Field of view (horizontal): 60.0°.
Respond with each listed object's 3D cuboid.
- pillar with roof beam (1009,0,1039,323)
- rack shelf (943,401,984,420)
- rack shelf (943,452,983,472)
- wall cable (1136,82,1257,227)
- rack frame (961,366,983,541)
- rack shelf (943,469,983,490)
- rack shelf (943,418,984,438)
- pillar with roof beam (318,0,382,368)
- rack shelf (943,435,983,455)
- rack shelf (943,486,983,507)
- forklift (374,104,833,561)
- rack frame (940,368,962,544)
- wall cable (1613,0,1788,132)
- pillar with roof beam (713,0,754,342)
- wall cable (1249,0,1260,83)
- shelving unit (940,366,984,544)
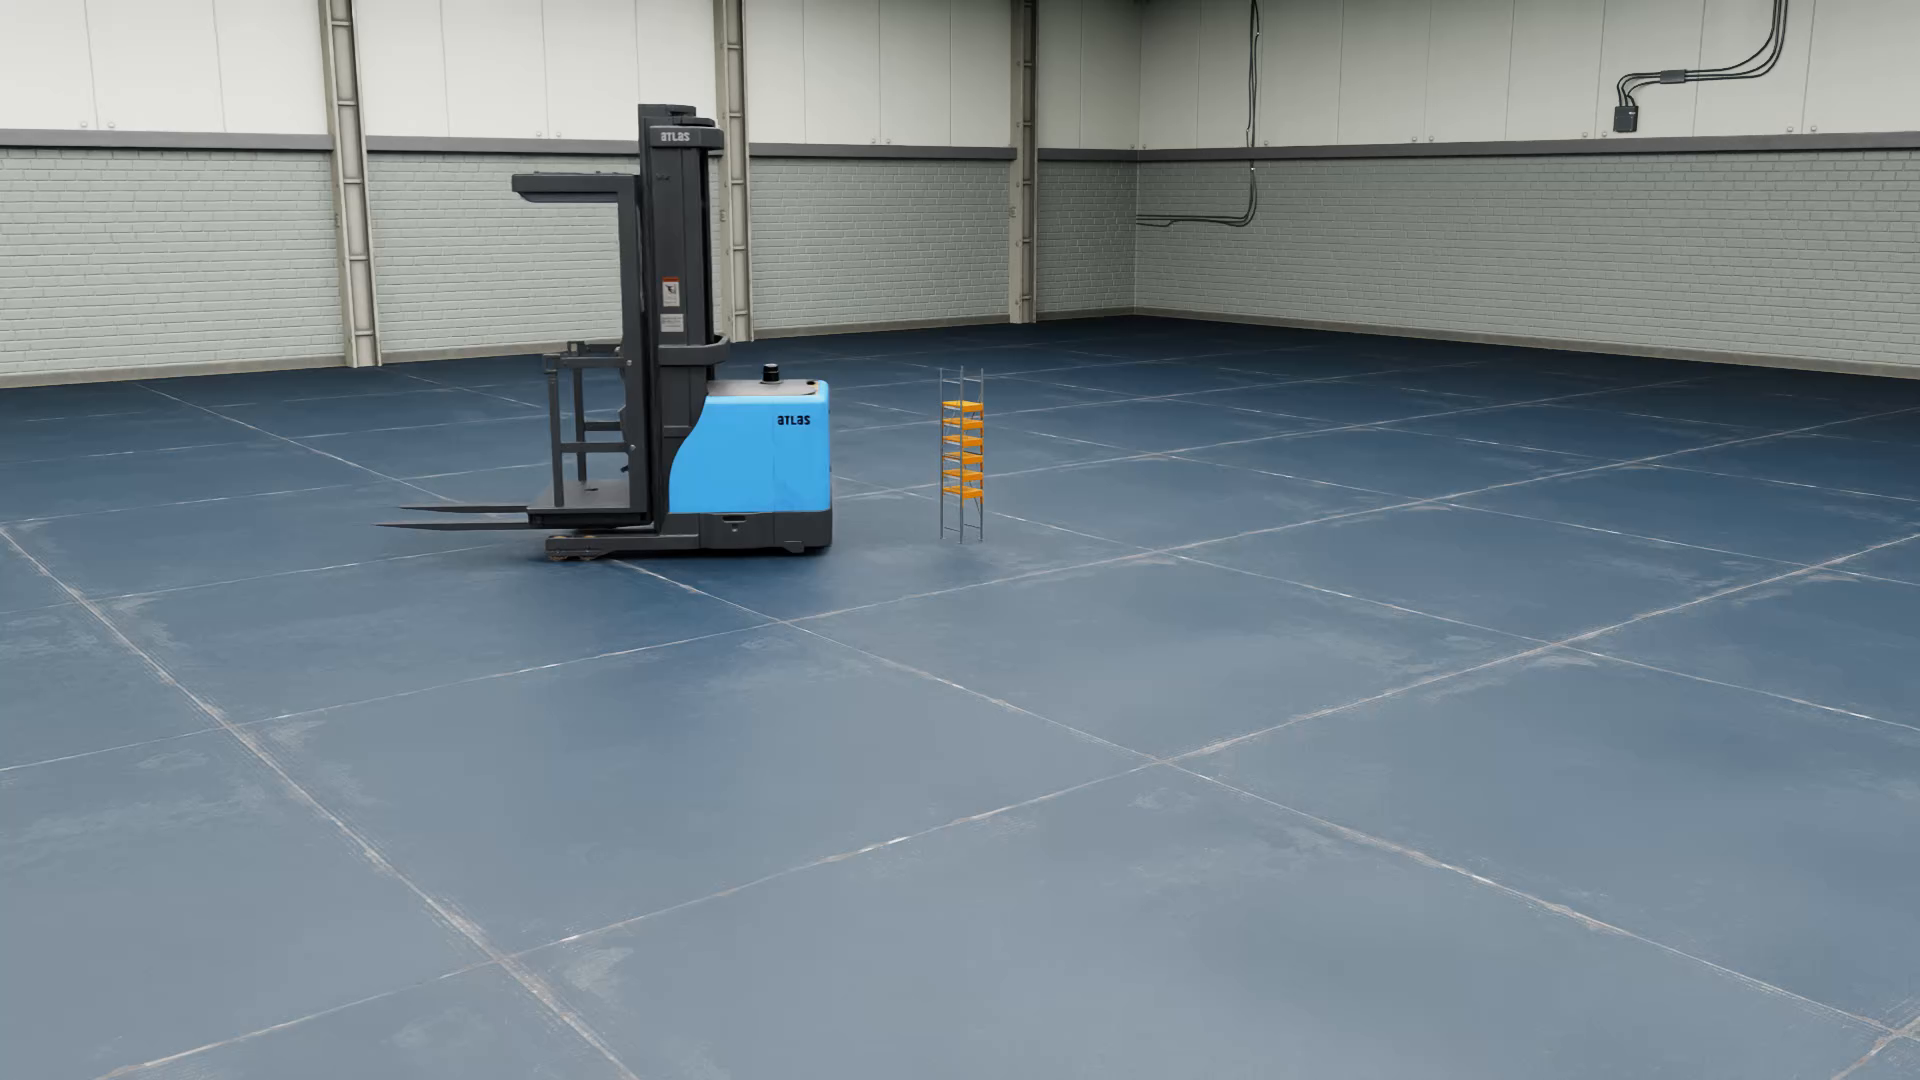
[{"bbox_3d":[3.827,-7.668,26.077,0.400,9.000,9.100,-9,15,-38],"label":"pillar with roof beam"},{"bbox_3d":[0.011,-0.897,11.447,0.180,0.103,0.258,-9,15,-38],"label":"rack shelf"},{"bbox_3d":[0.011,-0.545,11.522,0.180,0.103,0.258,-9,15,-38],"label":"rack shelf"},{"bbox_3d":[4.264,-7.015,30.478,0.112,2.526,3.097,-9,15,-38],"label":"wall cable"},{"bbox_3d":[0.083,-0.601,11.569,0.006,1.200,0.240,-9,15,-38],"label":"rack frame"},{"bbox_3d":[0.011,-0.428,11.547,0.180,0.103,0.258,-9,15,-38],"label":"rack shelf"},{"bbox_3d":[0.011,-0.780,11.472,0.180,0.103,0.258,-9,15,-38],"label":"rack shelf"},{"bbox_3d":[-5.543,-6.111,18.744,0.400,9.000,9.100,-9,15,-38],"label":"pillar with roof beam"},{"bbox_3d":[0.011,-0.663,11.497,0.180,0.103,0.258,-9,15,-38],"label":"rack shelf"},{"bbox_3d":[0.011,-0.311,11.572,0.180,0.103,0.258,-9,15,-38],"label":"rack shelf"},{"bbox_3d":[-2.402,-1.408,11.205,3.031,2.935,1.130,-1,12,-4],"label":"forklift"},{"bbox_3d":[-0.060,-0.577,11.457,0.006,1.200,0.240,-9,15,-38],"label":"rack frame"},{"bbox_3d":[10.182,-8.656,22.541,0.169,6.003,2.305,-9,15,-38],"label":"wall cable"},{"bbox_3d":[-0.858,-6.890,22.411,0.400,9.000,9.100,-9,15,-38],"label":"pillar with roof beam"},{"bbox_3d":[5.954,-9.047,27.887,0.112,2.526,3.097,-9,15,-38],"label":"wall cable"},{"bbox_3d":[0.011,-0.589,11.513,0.189,1.200,0.258,-9,15,-38],"label":"shelving unit"}]
